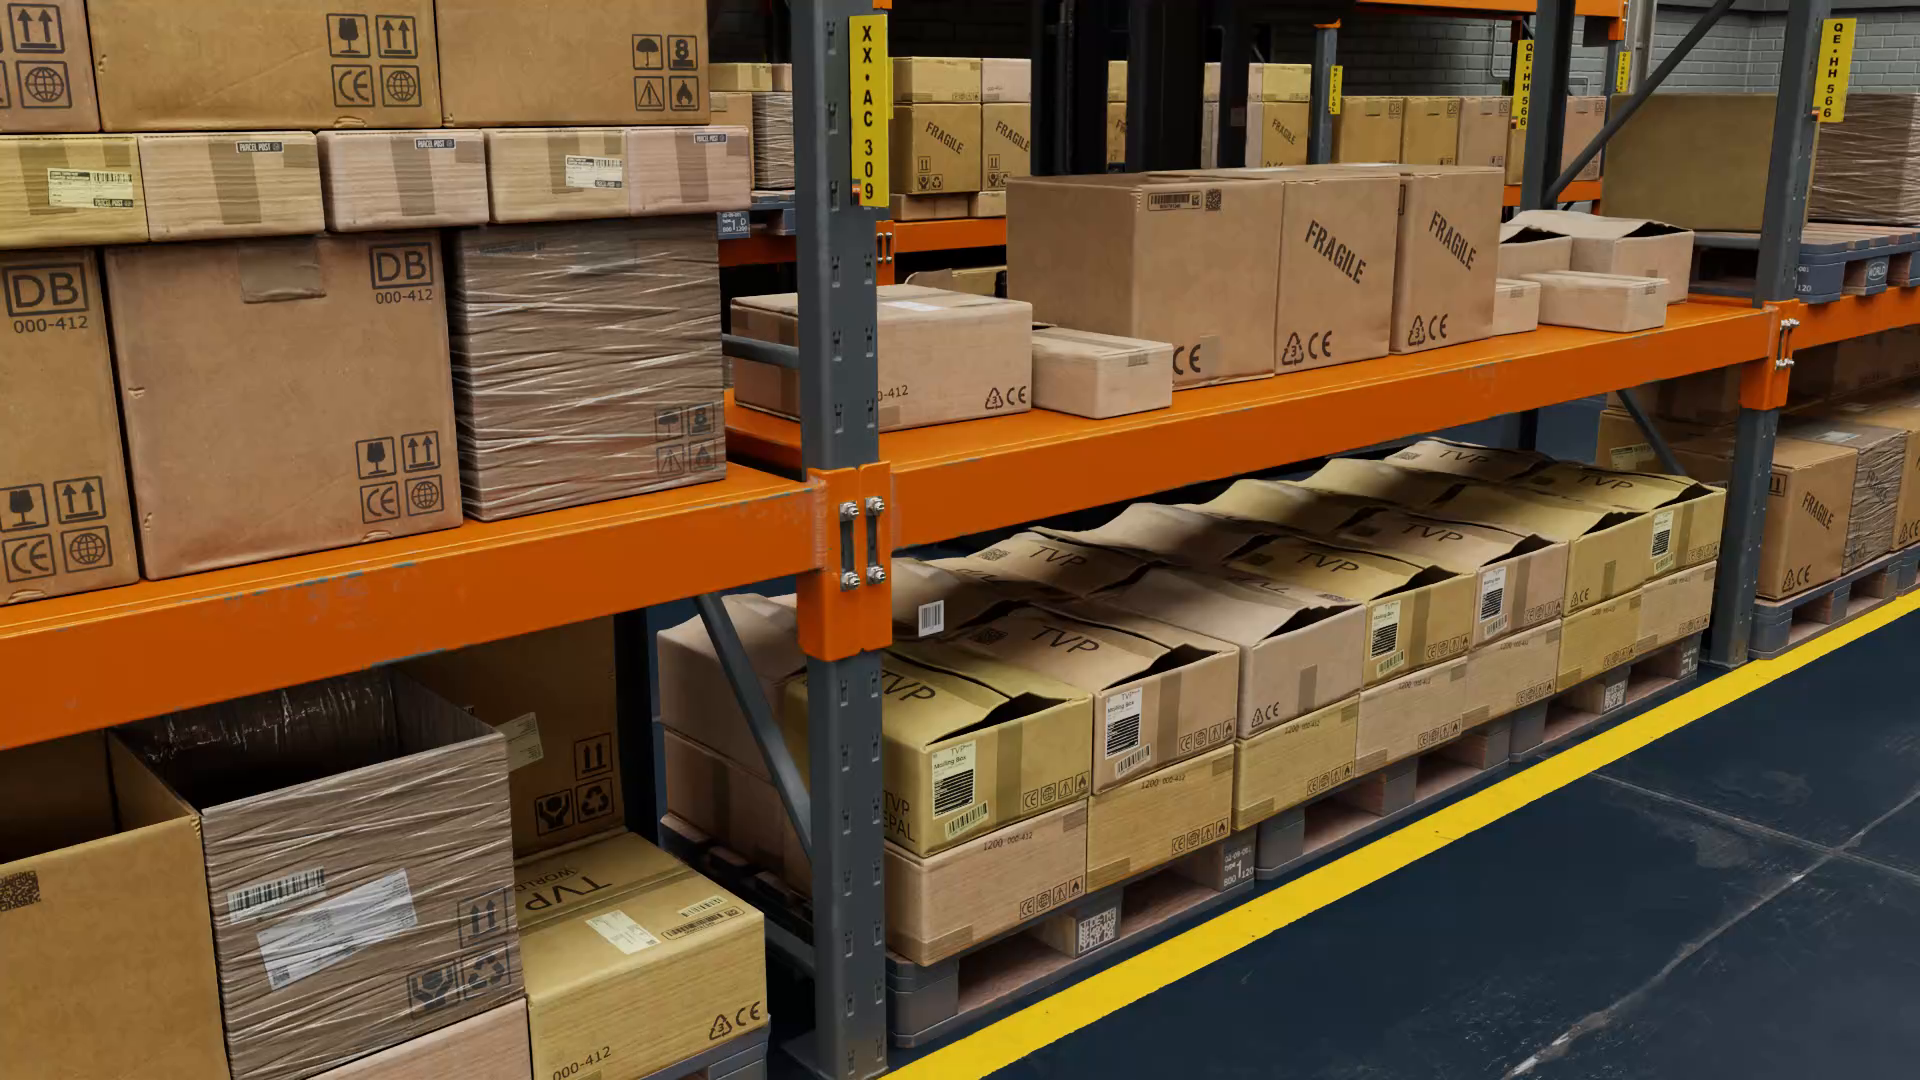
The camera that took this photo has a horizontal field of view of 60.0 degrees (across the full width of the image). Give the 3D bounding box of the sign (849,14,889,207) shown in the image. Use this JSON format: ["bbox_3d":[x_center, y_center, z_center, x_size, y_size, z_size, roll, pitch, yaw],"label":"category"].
[{"bbox_3d":[-0.160,-0.755,2.932,0.005,0.325,0.100,-13,19,-39],"label":"sign"}]

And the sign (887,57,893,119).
[{"bbox_3d":[-0.399,-2.465,9.074,0.005,0.325,0.100,-13,19,-39],"label":"sign"}]

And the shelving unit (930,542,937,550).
[{"bbox_3d":[-0.265,-0.468,7.466,0.252,1.050,0.215,-10,18,-32],"label":"shelving unit"}]

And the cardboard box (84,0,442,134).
[{"bbox_3d":[-1.237,-0.919,2.670,0.500,0.500,0.700,-13,20,-39],"label":"cardboard box"}]

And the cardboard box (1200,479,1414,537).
[{"bbox_3d":[1.127,-0.021,5.444,0.500,0.311,0.500,-13,20,-41],"label":"cardboard box"}]

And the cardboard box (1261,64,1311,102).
[{"bbox_3d":[2.070,-3.160,11.506,0.500,0.250,0.500,-12,19,-38],"label":"cardboard box"}]

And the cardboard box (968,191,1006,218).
[{"bbox_3d":[0.089,-2.016,9.933,0.250,0.149,0.380,-12,19,-38],"label":"cardboard box"}]

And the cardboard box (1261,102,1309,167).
[{"bbox_3d":[2.072,-2.800,11.609,0.500,0.500,0.500,-13,20,-40],"label":"cardboard box"}]

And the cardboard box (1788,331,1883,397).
[{"bbox_3d":[3.852,-0.840,7.619,0.500,0.250,0.500,-13,20,-40],"label":"cardboard box"}]

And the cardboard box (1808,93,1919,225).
[{"bbox_3d":[3.708,-1.581,6.850,0.500,0.500,0.700,-9,17,-29],"label":"cardboard box"}]

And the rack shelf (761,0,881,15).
[{"bbox_3d":[-2.272,-2.810,8.040,4.000,0.370,1.077,-13,19,-39],"label":"rack shelf"}]

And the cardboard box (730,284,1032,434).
[{"bbox_3d":[-0.183,-0.426,3.821,0.500,0.250,0.500,-11,19,-36],"label":"cardboard box"}]

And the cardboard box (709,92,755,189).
[{"bbox_3d":[-1.515,-2.127,8.854,0.700,0.500,0.500,14,20,42],"label":"cardboard box"}]

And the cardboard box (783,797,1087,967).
[{"bbox_3d":[-0.059,0.699,3.834,0.500,0.250,0.500,-13,20,-41],"label":"cardboard box"}]

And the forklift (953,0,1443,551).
[{"bbox_3d":[1.147,-1.596,8.046,3.031,2.935,1.130,-10,18,-32],"label":"forklift"}]

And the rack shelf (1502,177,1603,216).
[{"bbox_3d":[3.764,-2.716,13.501,4.000,0.370,1.077,-13,19,-39],"label":"rack shelf"}]

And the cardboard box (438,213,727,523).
[{"bbox_3d":[-0.856,-0.378,3.159,0.500,0.500,0.700,-13,20,-41],"label":"cardboard box"}]

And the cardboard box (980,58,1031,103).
[{"bbox_3d":[0.154,-2.729,9.894,0.500,0.250,0.500,-13,20,-40],"label":"cardboard box"}]

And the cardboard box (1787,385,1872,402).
[{"bbox_3d":[3.826,-0.470,7.690,0.500,0.500,0.500,-14,20,-41],"label":"cardboard box"}]

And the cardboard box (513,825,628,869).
[{"bbox_3d":[-1.075,0.739,3.685,0.500,0.250,0.500,-13,19,-39],"label":"cardboard box"}]

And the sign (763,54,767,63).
[{"bbox_3d":[-1.130,-2.714,9.856,0.005,0.325,0.100,-13,19,-39],"label":"sign"}]

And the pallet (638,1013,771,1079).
[{"bbox_3d":[-1.153,1.068,3.344,1.213,0.211,1.003,-13,19,-39],"label":"pallet"}]

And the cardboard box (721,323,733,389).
[{"bbox_3d":[-1.272,-0.920,9.374,0.500,0.500,0.700,-12,19,-39],"label":"cardboard box"}]

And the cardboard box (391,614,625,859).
[{"bbox_3d":[-1.081,0.375,3.596,0.500,0.500,0.500,-13,19,-39],"label":"cardboard box"}]

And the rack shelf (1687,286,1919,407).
[{"bbox_3d":[4.001,-1.075,7.356,4.000,0.370,1.077,-13,19,-39],"label":"rack shelf"}]

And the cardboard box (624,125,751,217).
[{"bbox_3d":[-0.590,-0.680,3.033,0.250,0.149,0.380,-13,20,-39],"label":"cardboard box"}]

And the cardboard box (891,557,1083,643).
[{"bbox_3d":[-0.020,0.235,4.487,0.500,0.311,0.500,-12,19,-38],"label":"cardboard box"}]

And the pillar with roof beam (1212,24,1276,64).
[{"bbox_3d":[5.041,-5.072,9.302,0.400,9.000,9.100,-13,19,-39],"label":"pillar with roof beam"}]

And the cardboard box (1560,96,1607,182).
[{"bbox_3d":[4.894,-3.459,14.307,0.700,0.700,0.980,-12,19,-37],"label":"cardboard box"}]

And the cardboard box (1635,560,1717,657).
[{"bbox_3d":[2.255,0.178,5.784,0.500,0.250,0.500,-12,19,-38],"label":"cardboard box"}]

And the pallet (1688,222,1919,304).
[{"bbox_3d":[2.957,-1.120,6.501,1.003,0.211,1.213,-13,19,-39],"label":"pallet"}]

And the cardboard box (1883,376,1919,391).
[{"bbox_3d":[4.568,-0.460,7.650,0.500,0.500,0.500,-12,19,-39],"label":"cardboard box"}]

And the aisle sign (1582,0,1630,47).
[{"bbox_3d":[5.524,-4.612,14.168,0.004,0.787,0.394,-13,19,-39],"label":"aisle sign"}]

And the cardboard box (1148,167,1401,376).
[{"bbox_3d":[0.840,-0.755,4.572,0.500,0.500,0.500,-13,19,-39],"label":"cardboard box"}]

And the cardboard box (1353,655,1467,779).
[{"bbox_3d":[1.101,0.439,4.809,0.500,0.250,0.500,-12,19,-38],"label":"cardboard box"}]

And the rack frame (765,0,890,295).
[{"bbox_3d":[-0.763,-2.047,9.603,0.127,3.000,1.000,-13,19,-39],"label":"rack frame"}]

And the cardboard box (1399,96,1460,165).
[{"bbox_3d":[3.229,-3.081,12.892,0.700,0.700,0.980,-13,20,-41],"label":"cardboard box"}]

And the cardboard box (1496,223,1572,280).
[{"bbox_3d":[1.690,-0.927,5.580,0.500,0.311,0.500,-13,20,-40],"label":"cardboard box"}]

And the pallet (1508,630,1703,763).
[{"bbox_3d":[1.845,0.395,5.861,1.213,0.211,1.003,-13,19,-39],"label":"pallet"}]

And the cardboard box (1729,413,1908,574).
[{"bbox_3d":[3.414,-0.200,6.677,0.500,0.500,0.500,-14,20,-41],"label":"cardboard box"}]

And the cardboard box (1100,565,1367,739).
[{"bbox_3d":[0.720,0.255,4.410,0.500,0.311,0.500,-14,20,-41],"label":"cardboard box"}]

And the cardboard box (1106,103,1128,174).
[{"bbox_3d":[0.936,-2.542,10.646,0.500,0.500,0.500,-12,19,-38],"label":"cardboard box"}]

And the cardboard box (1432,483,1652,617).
[{"bbox_3d":[1.871,-0.003,5.377,0.500,0.311,0.500,-13,20,-40],"label":"cardboard box"}]

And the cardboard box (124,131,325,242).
[{"bbox_3d":[-1.171,-0.549,2.542,0.250,0.149,0.380,-13,20,-39],"label":"cardboard box"}]
